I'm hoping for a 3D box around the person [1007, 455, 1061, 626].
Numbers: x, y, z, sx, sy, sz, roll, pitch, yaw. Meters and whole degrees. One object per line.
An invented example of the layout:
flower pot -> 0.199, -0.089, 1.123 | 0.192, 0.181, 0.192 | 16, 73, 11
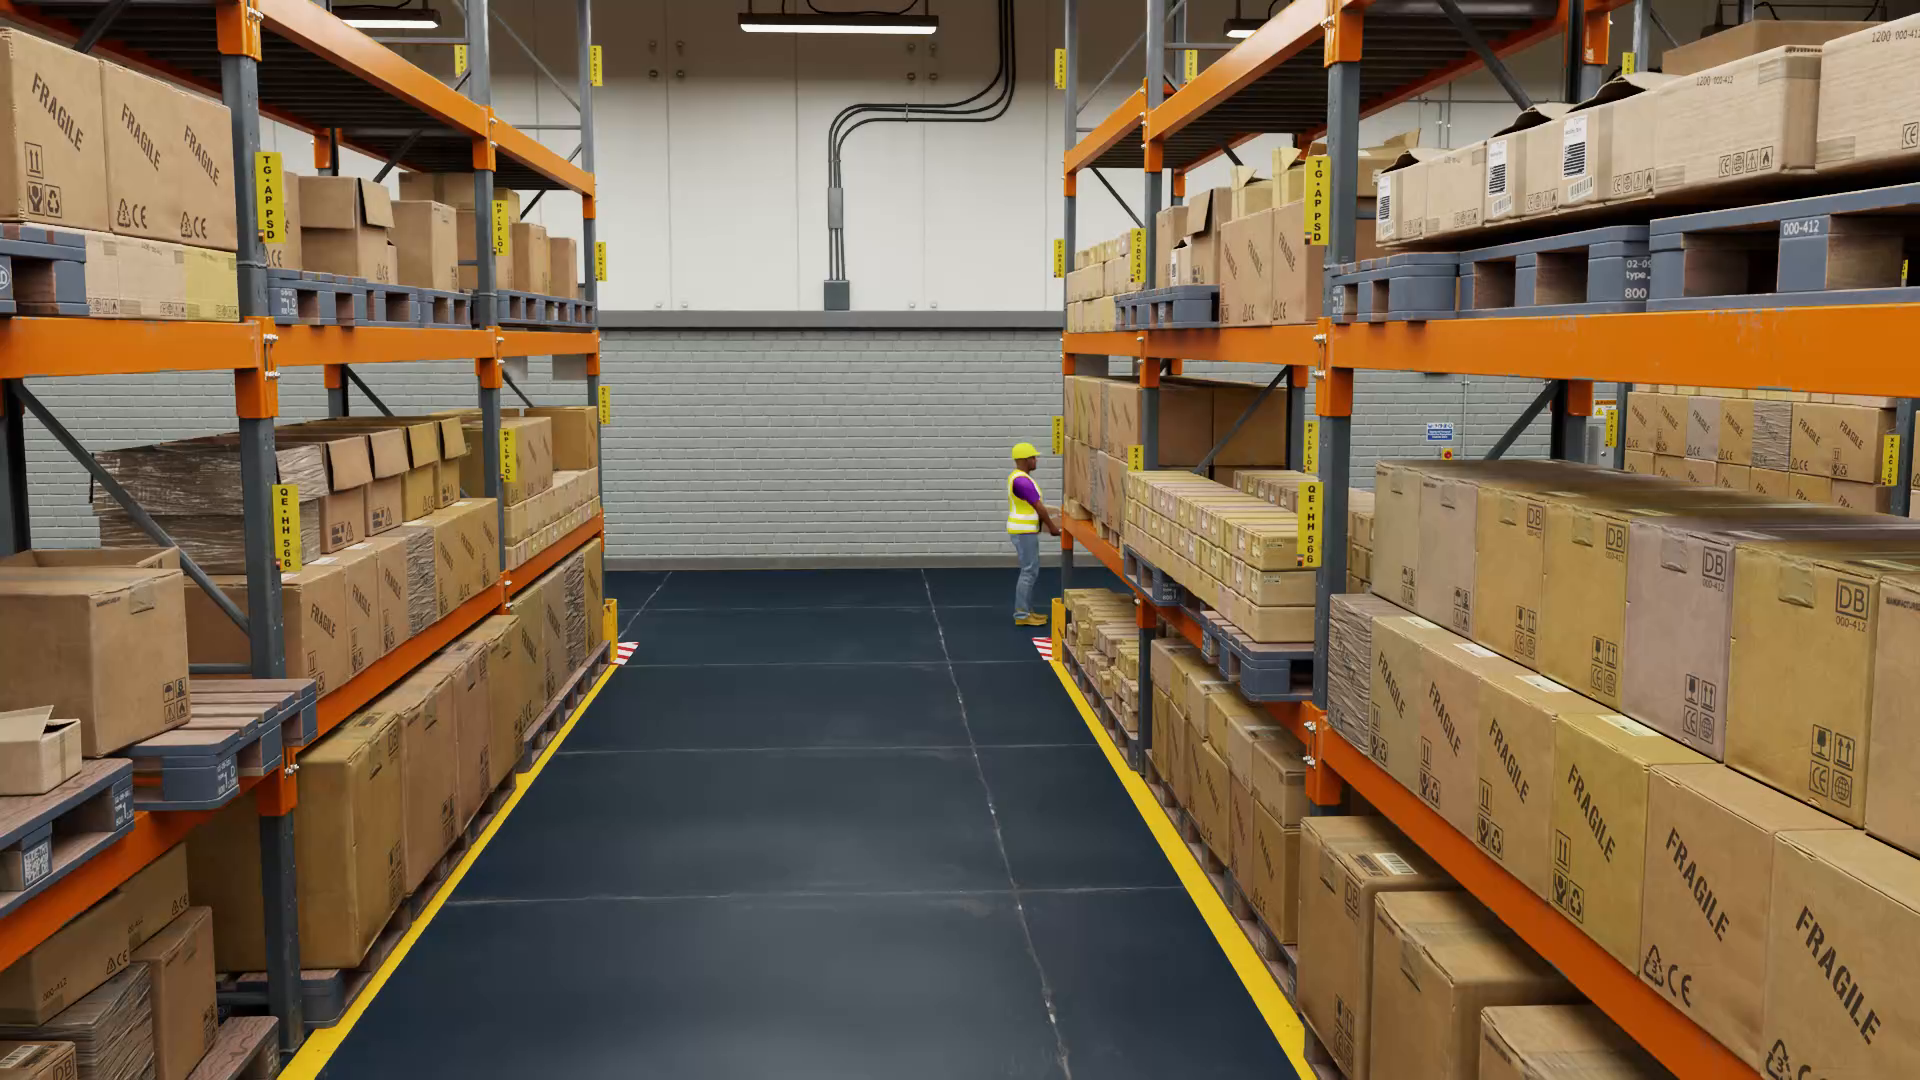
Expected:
person -> 0.737, -0.046, 16.192 | 0.555, 1.726, 0.505 | 0, 7, -4
